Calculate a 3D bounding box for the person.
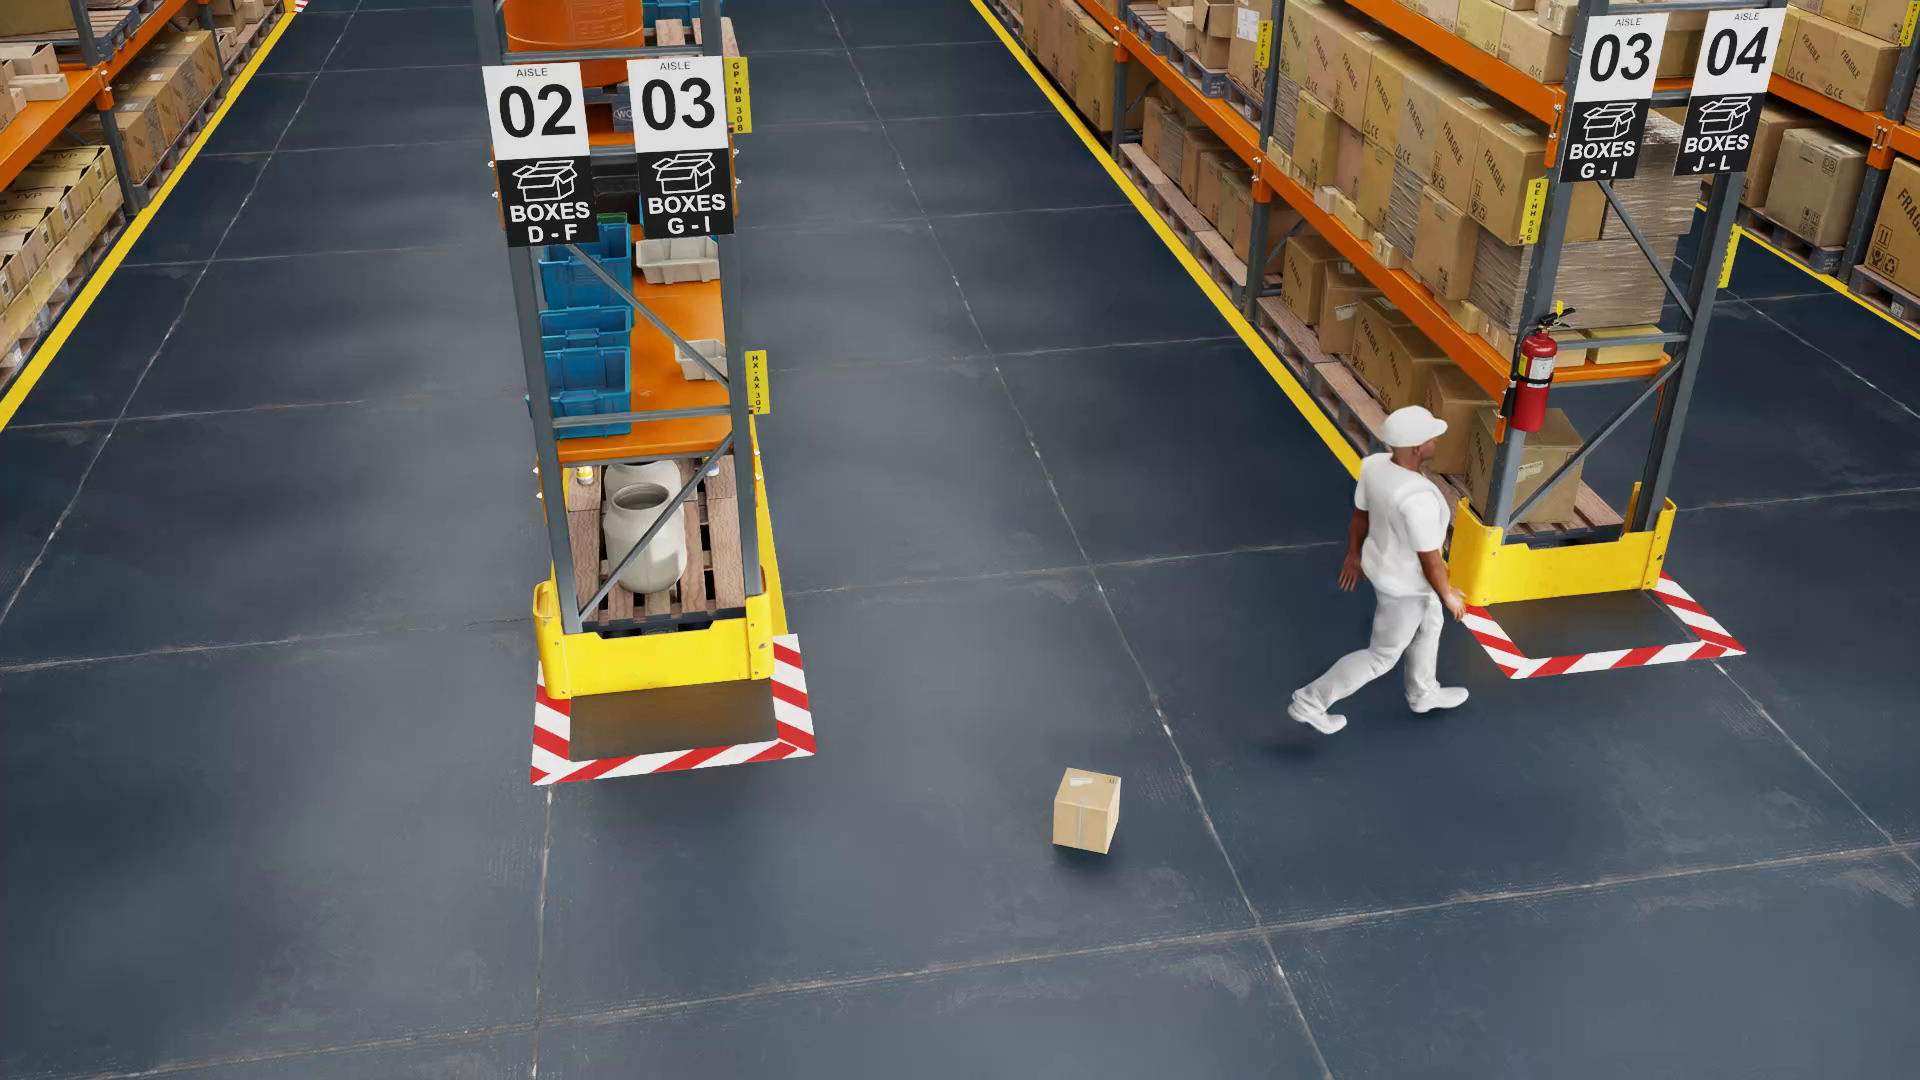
[{"bbox_3d":[2.074,0.160,7.849,1.005,1.721,0.569,-4,31,-7],"label":"person"}]
